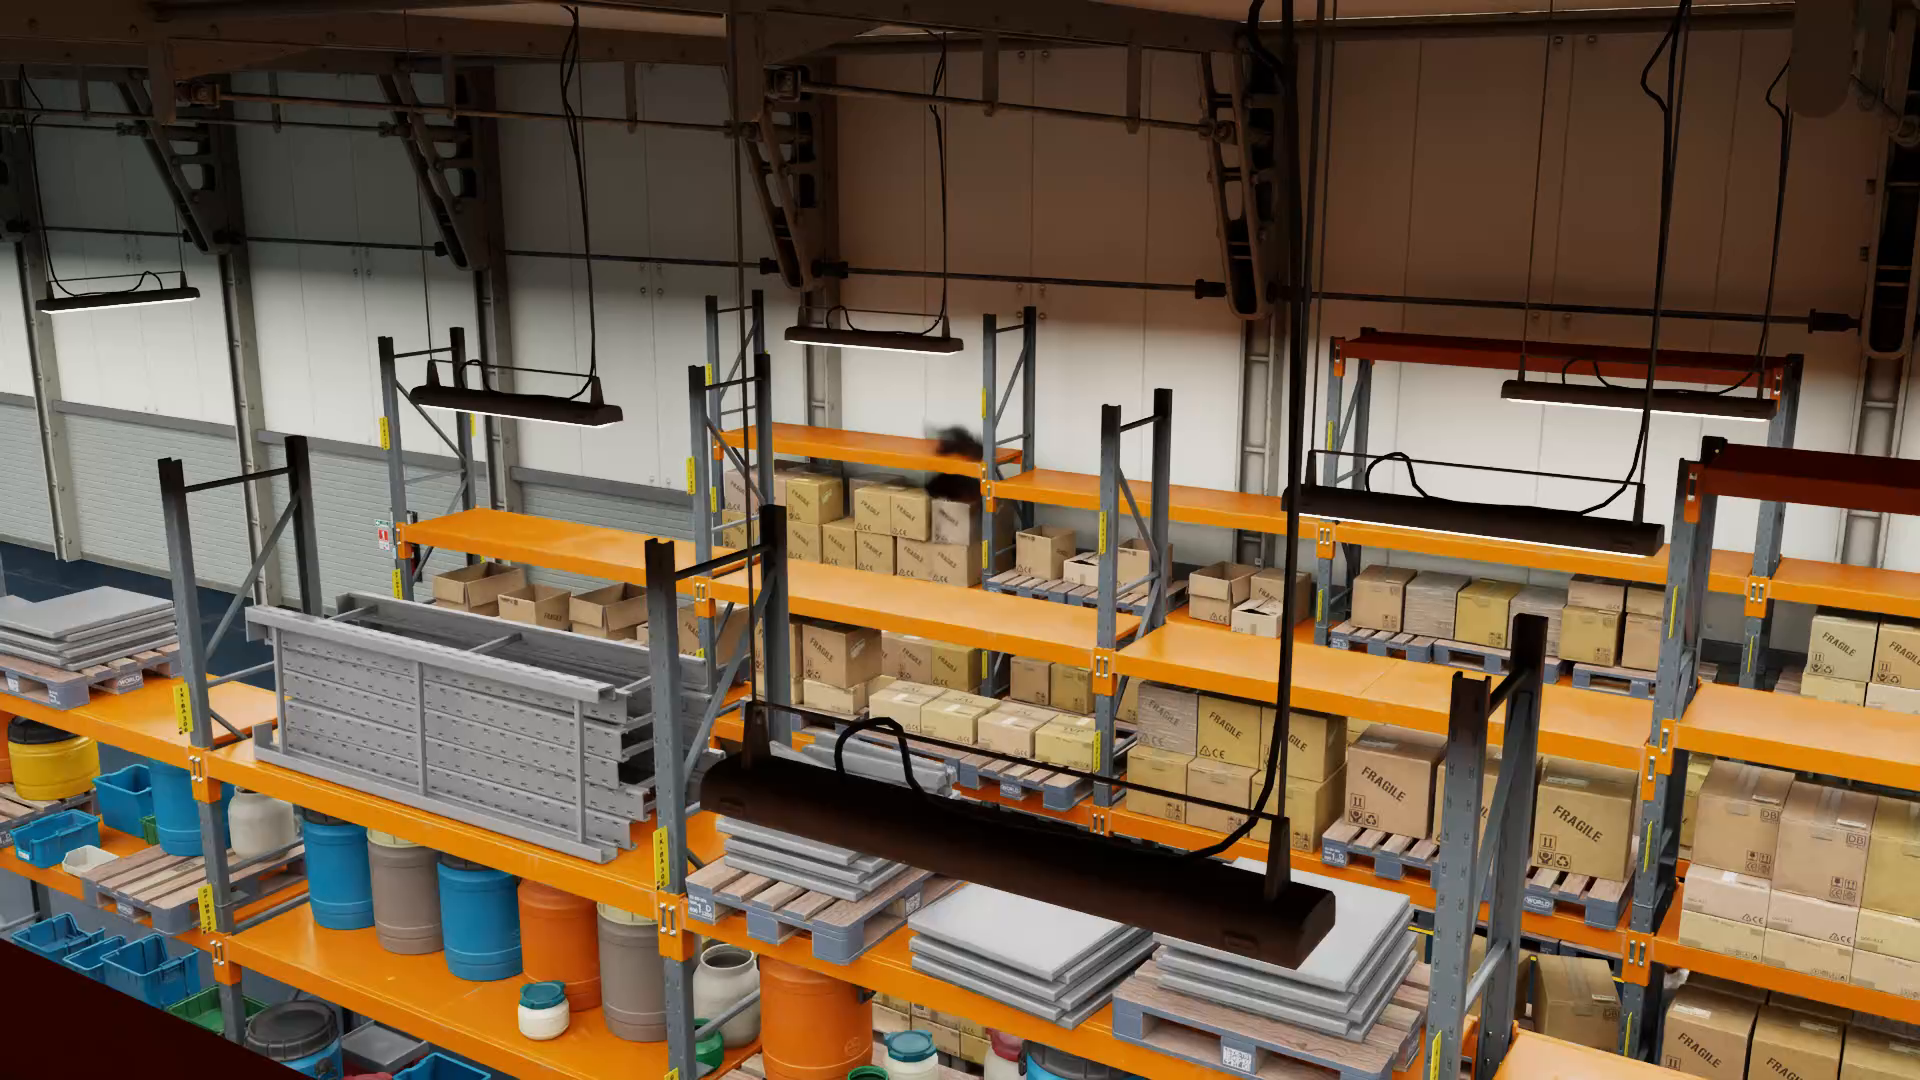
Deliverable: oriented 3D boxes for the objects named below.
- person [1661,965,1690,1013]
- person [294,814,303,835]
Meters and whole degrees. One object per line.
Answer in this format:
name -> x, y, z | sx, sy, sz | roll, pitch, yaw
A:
person -> 6.095, 3.784, 14.193 | 0.893, 1.798, 0.684 | 5, 15, 20
person -> -7.843, 2.757, 18.723 | 0.762, 1.672, 0.618 | -11, 17, -37
